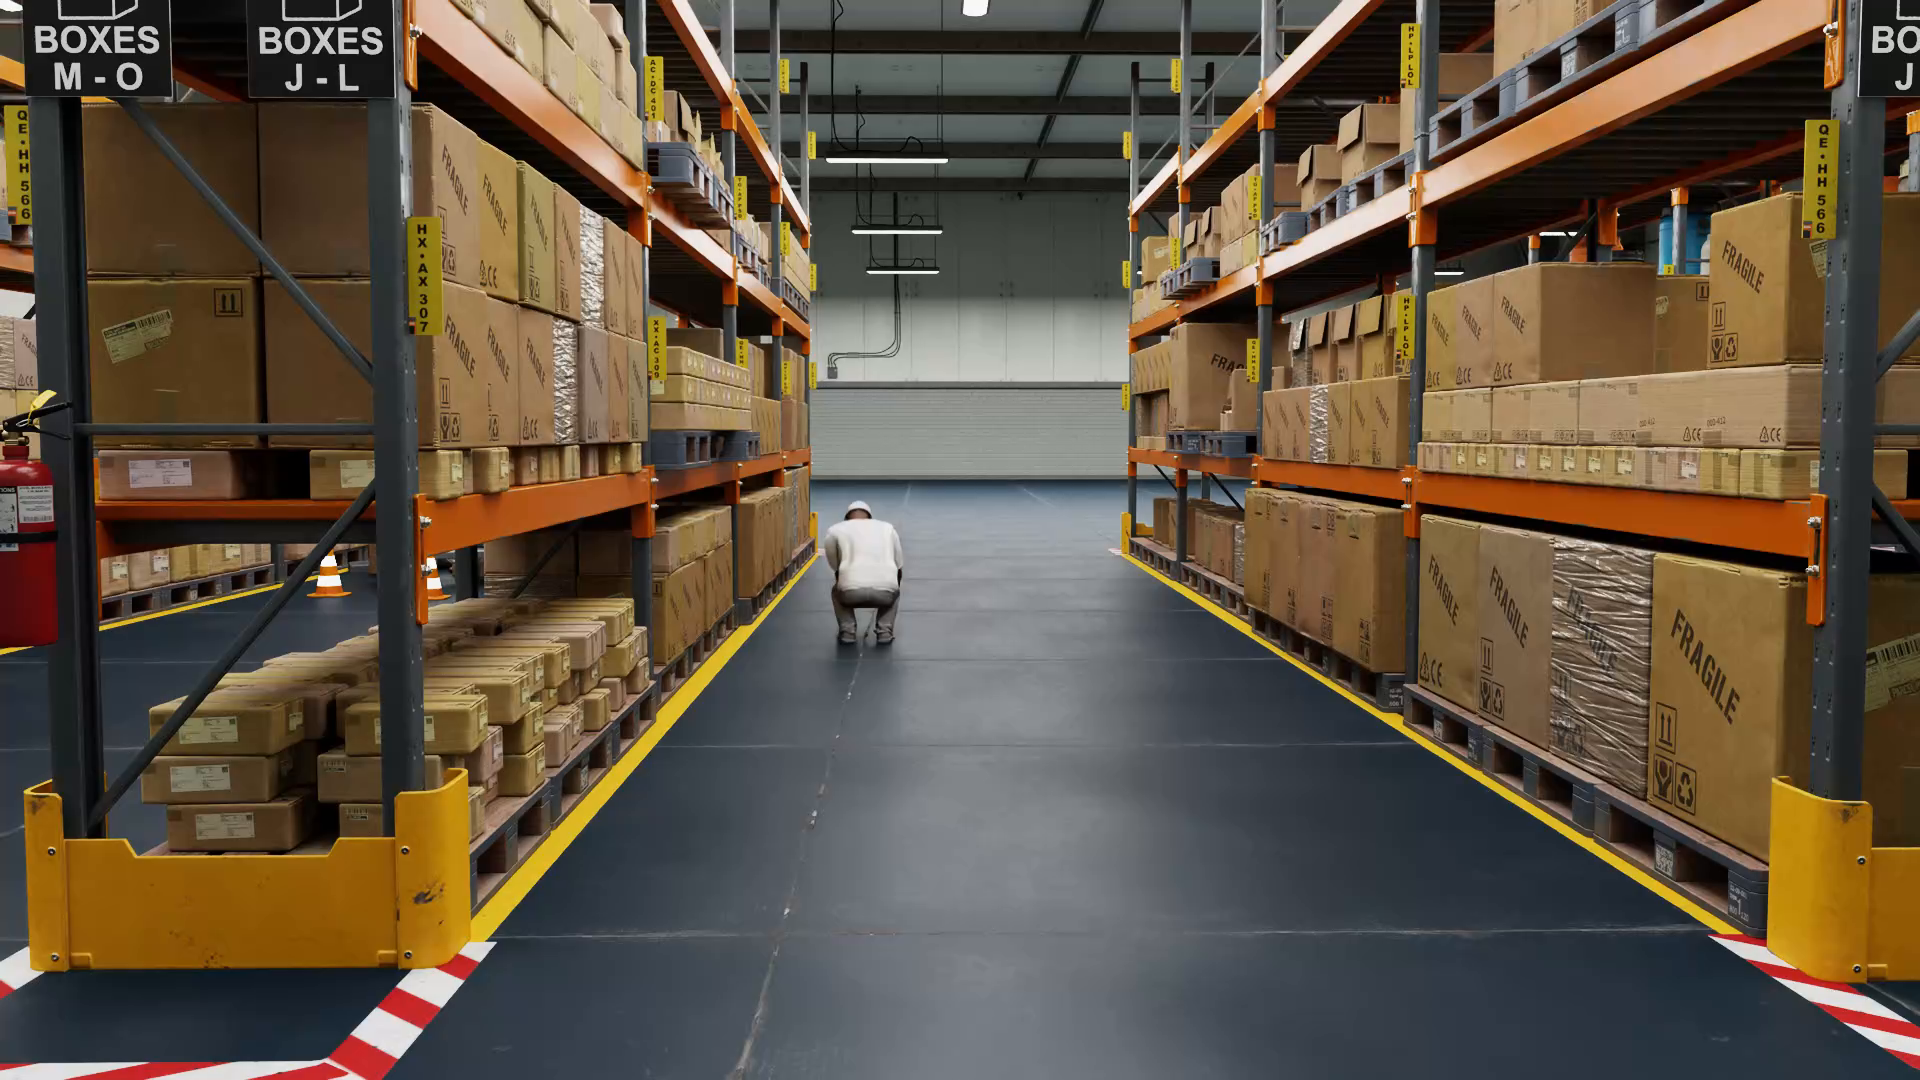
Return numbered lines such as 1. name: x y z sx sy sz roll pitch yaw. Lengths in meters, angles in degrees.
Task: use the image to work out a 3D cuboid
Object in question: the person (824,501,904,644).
1. person: -0.697 0.225 12.076 0.578 1.001 0.889 0 4 -3
